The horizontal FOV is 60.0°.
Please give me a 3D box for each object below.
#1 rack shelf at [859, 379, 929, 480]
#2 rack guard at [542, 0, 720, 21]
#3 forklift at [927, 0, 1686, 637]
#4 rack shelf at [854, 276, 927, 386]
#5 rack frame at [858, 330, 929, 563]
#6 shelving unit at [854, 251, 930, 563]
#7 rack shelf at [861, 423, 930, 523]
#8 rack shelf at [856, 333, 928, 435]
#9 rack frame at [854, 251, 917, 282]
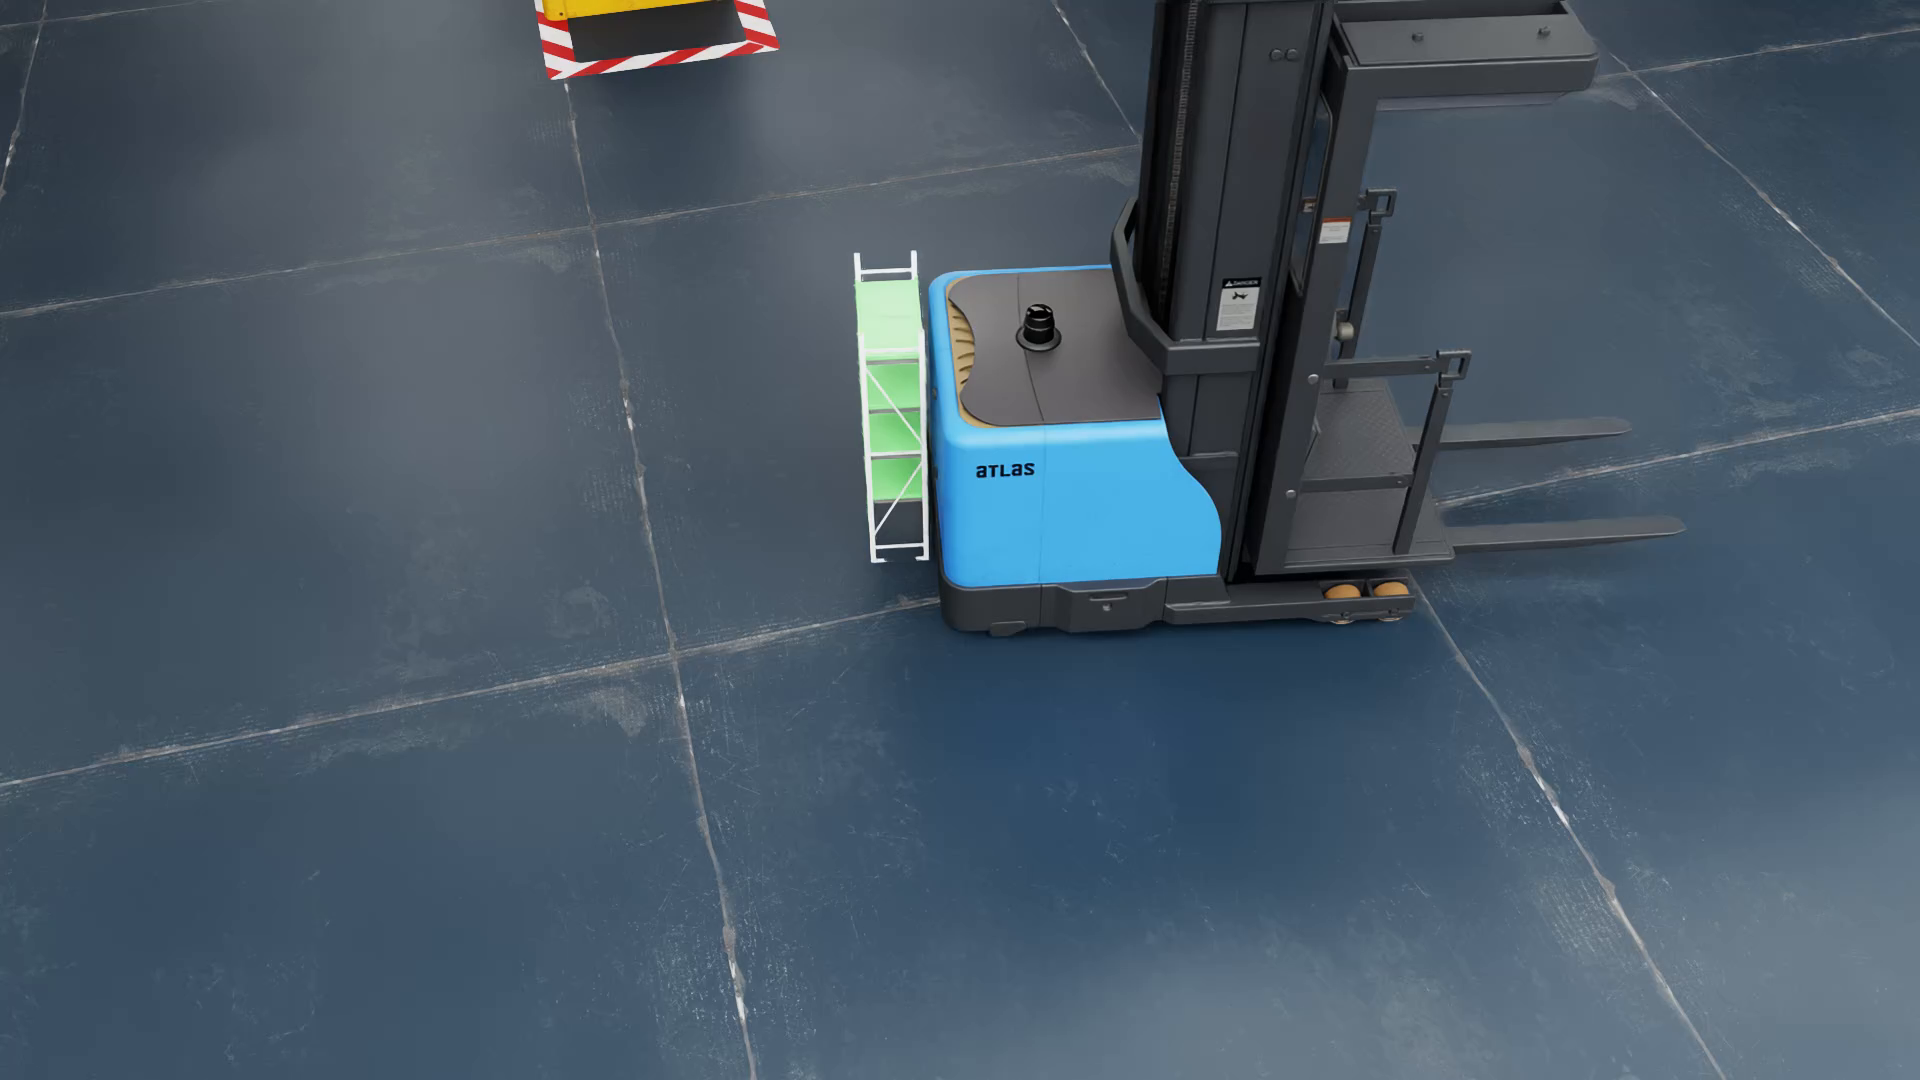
[{"bbox_3d":[-0.268,-0.466,6.706,0.258,0.148,0.480,-3,46,-3],"label":"rack shelf"},{"bbox_3d":[-1.987,-3.538,10.118,1.175,0.500,0.348,-11,47,-10],"label":"rack guard"},{"bbox_3d":[1.405,-1.065,5.993,3.031,2.935,1.130,-3,46,-3],"label":"forklift"},{"bbox_3d":[-0.269,-0.802,6.363,0.258,0.148,0.480,-3,46,-3],"label":"rack shelf"},{"bbox_3d":[-0.250,-0.337,6.490,0.240,1.200,0.015,-3,46,-3],"label":"rack frame"},{"bbox_3d":[-0.268,-0.510,6.661,0.258,1.200,0.503,-3,46,-3],"label":"shelving unit"},{"bbox_3d":[-0.268,-0.298,6.878,0.258,0.148,0.480,-3,46,-3],"label":"rack shelf"},{"bbox_3d":[-0.269,-0.634,6.535,0.258,0.148,0.480,-3,46,-3],"label":"rack shelf"},{"bbox_3d":[-0.287,-0.684,6.831,0.240,1.200,0.015,-3,46,-3],"label":"rack frame"}]
